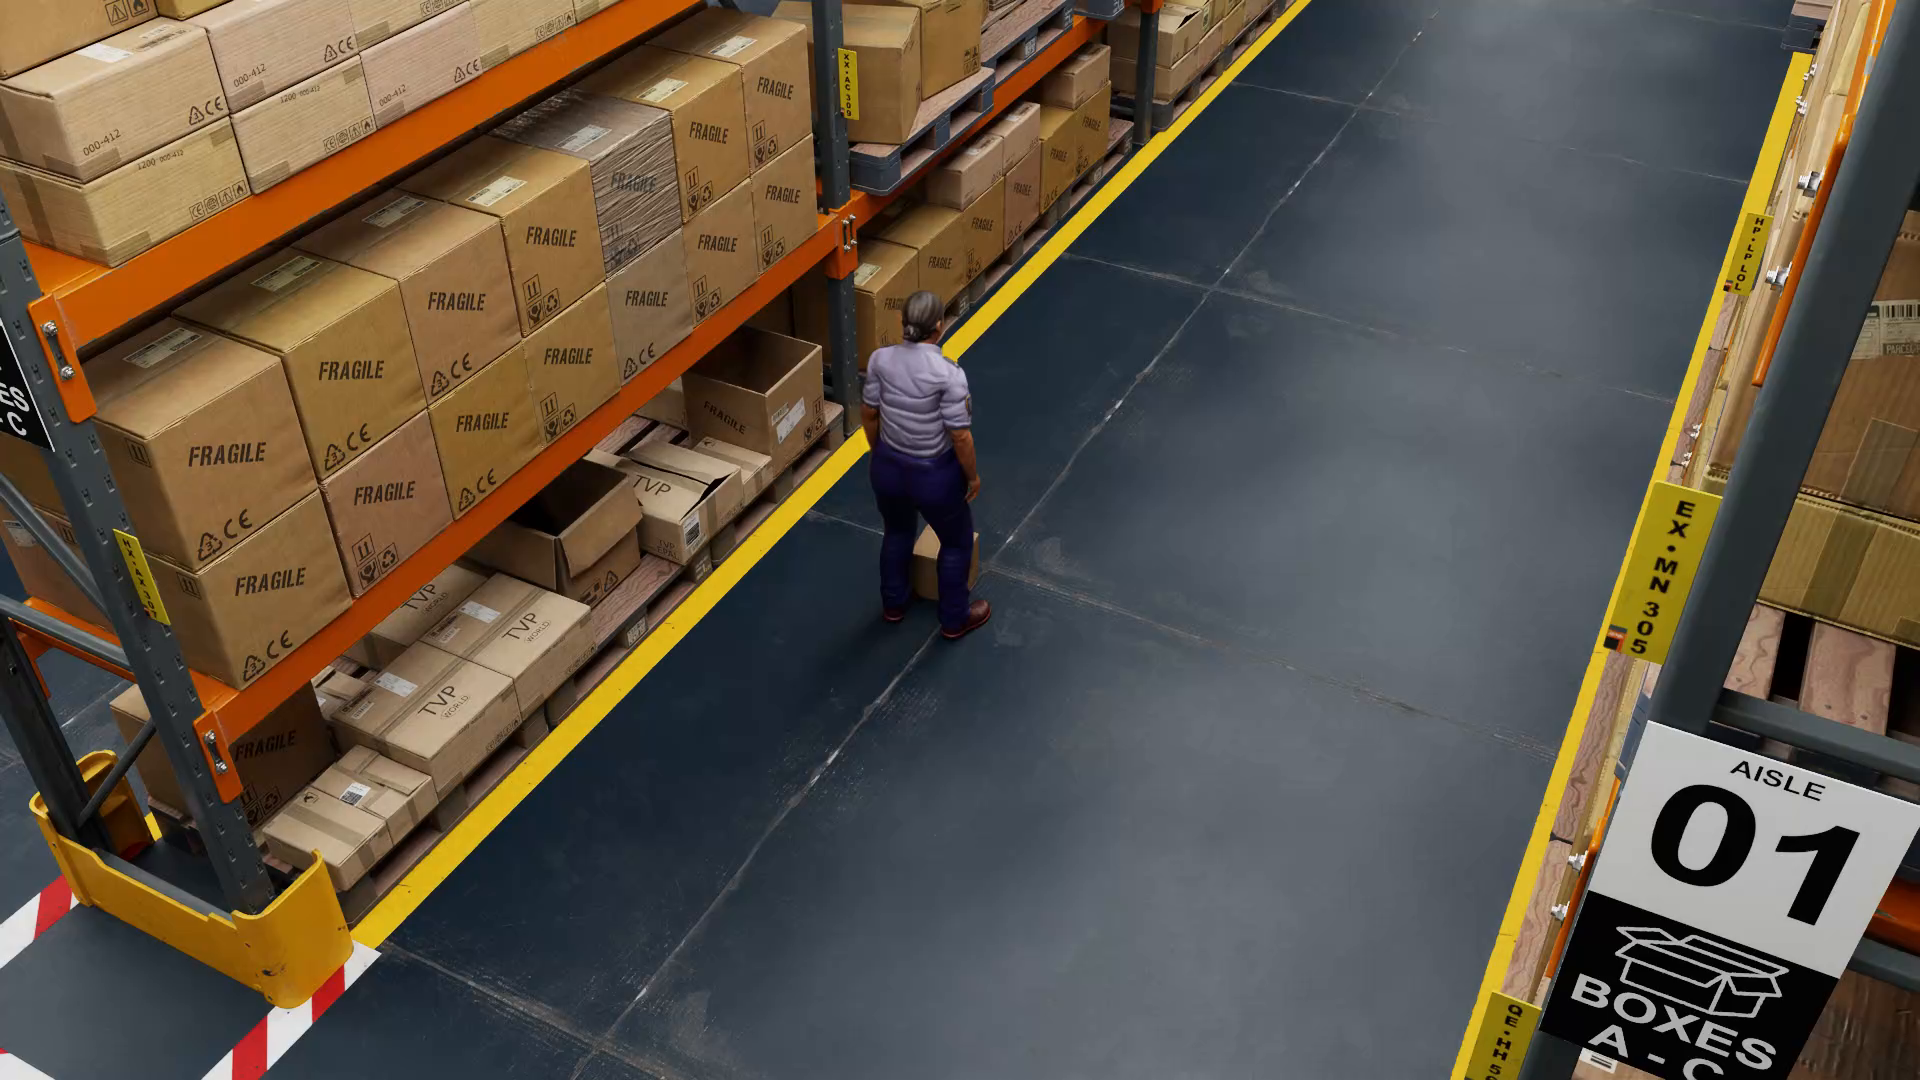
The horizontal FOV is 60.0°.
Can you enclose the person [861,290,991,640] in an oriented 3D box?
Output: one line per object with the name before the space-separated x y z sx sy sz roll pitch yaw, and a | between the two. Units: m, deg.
person | -0.158 -0.299 7.137 0.543 1.648 0.372 17 41 21
